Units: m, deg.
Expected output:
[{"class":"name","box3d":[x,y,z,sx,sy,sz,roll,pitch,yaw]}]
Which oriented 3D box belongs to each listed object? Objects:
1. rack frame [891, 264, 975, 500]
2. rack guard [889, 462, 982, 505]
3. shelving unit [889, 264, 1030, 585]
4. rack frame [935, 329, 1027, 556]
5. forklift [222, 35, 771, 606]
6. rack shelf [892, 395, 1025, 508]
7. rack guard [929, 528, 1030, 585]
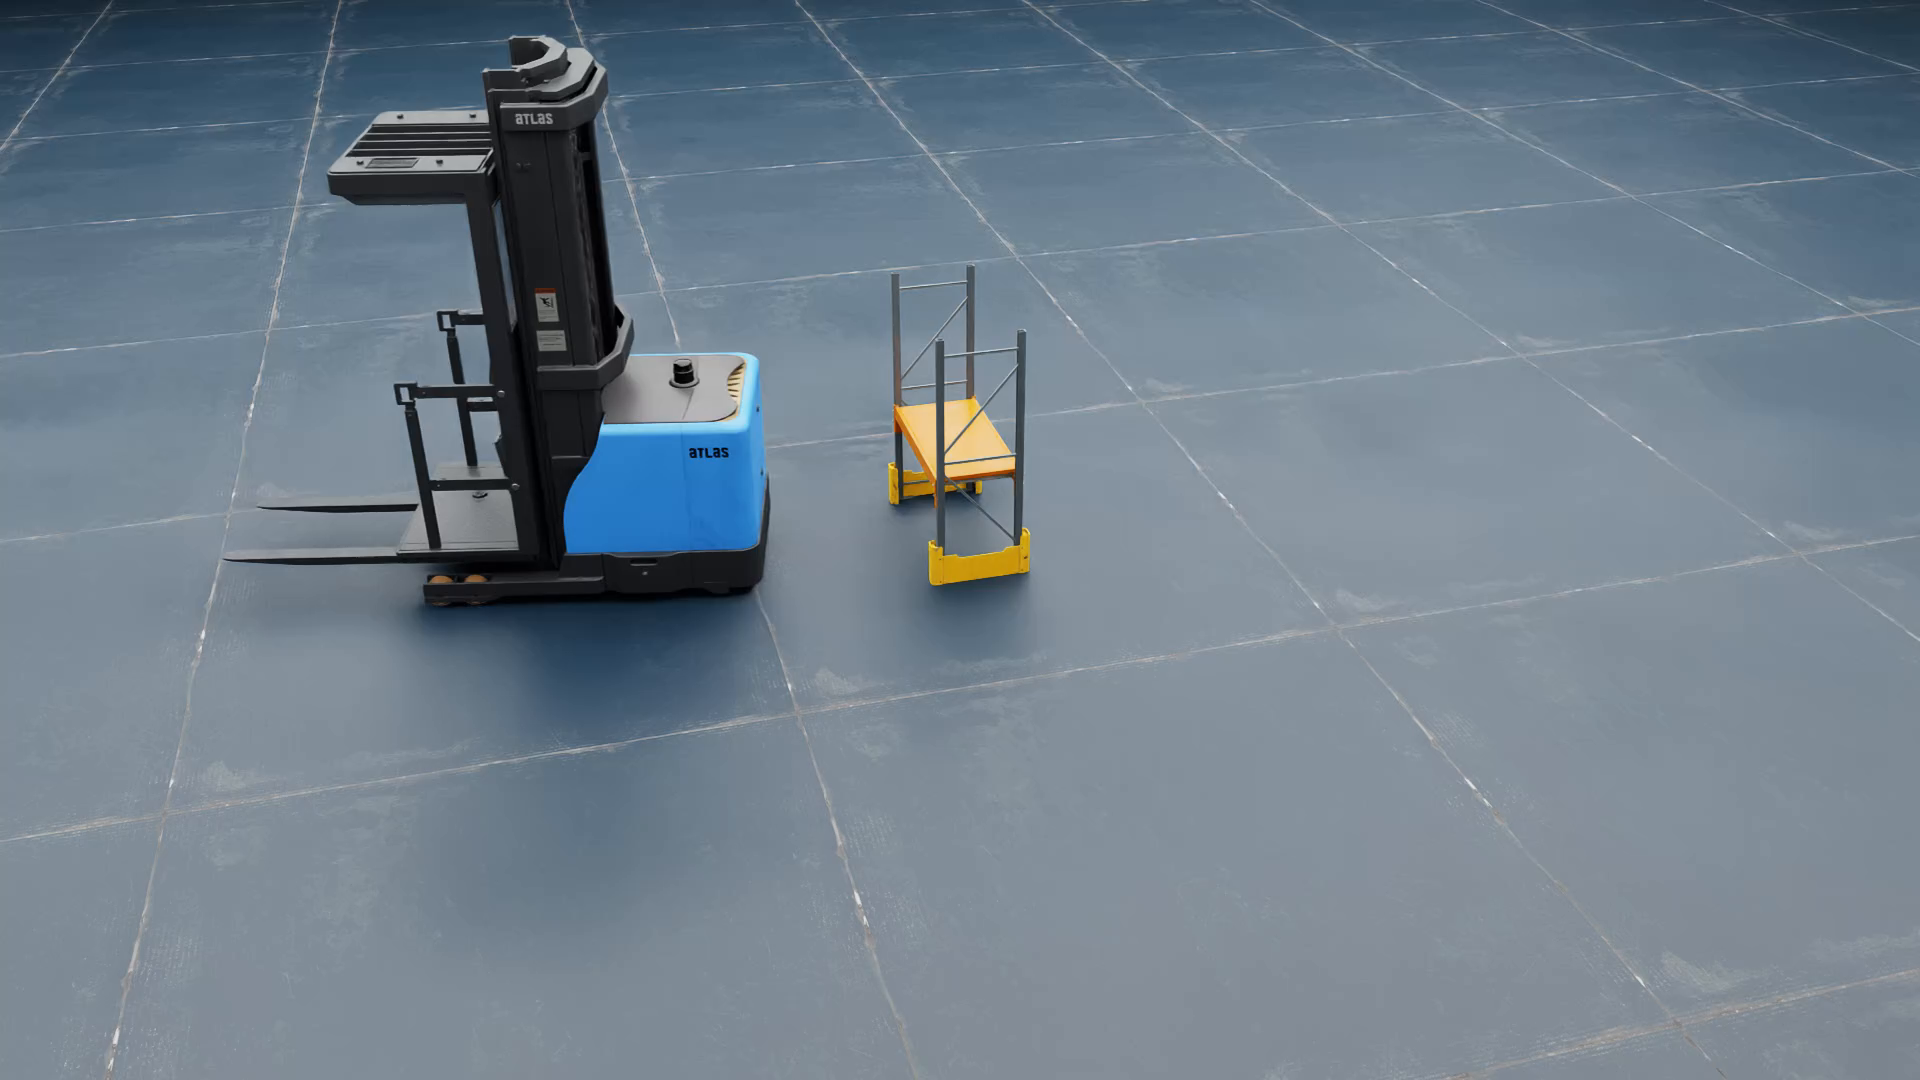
[{"class":"rack frame","box3d":[-0.158,-0.936,10.101,0.500,1.500,0.032,-8,31,-13]},{"class":"rack guard","box3d":[-0.152,-0.386,10.398,0.587,0.250,0.087,-8,31,-13]},{"class":"shelving unit","box3d":[-0.020,-0.686,9.669,0.587,1.500,1.083,-8,31,-13]},{"class":"rack frame","box3d":[0.112,-0.445,9.252,0.500,1.500,0.032,-8,31,-13]},{"class":"forklift","box3d":[-2.657,-1.171,9.078,3.031,2.935,1.130,-1,30,-2]},{"class":"rack shelf","box3d":[-0.023,-0.535,9.767,0.538,0.185,1.000,-8,31,-13]},{"class":"rack guard","box3d":[0.112,0.096,9.567,0.587,0.250,0.087,-8,31,-13]}]
